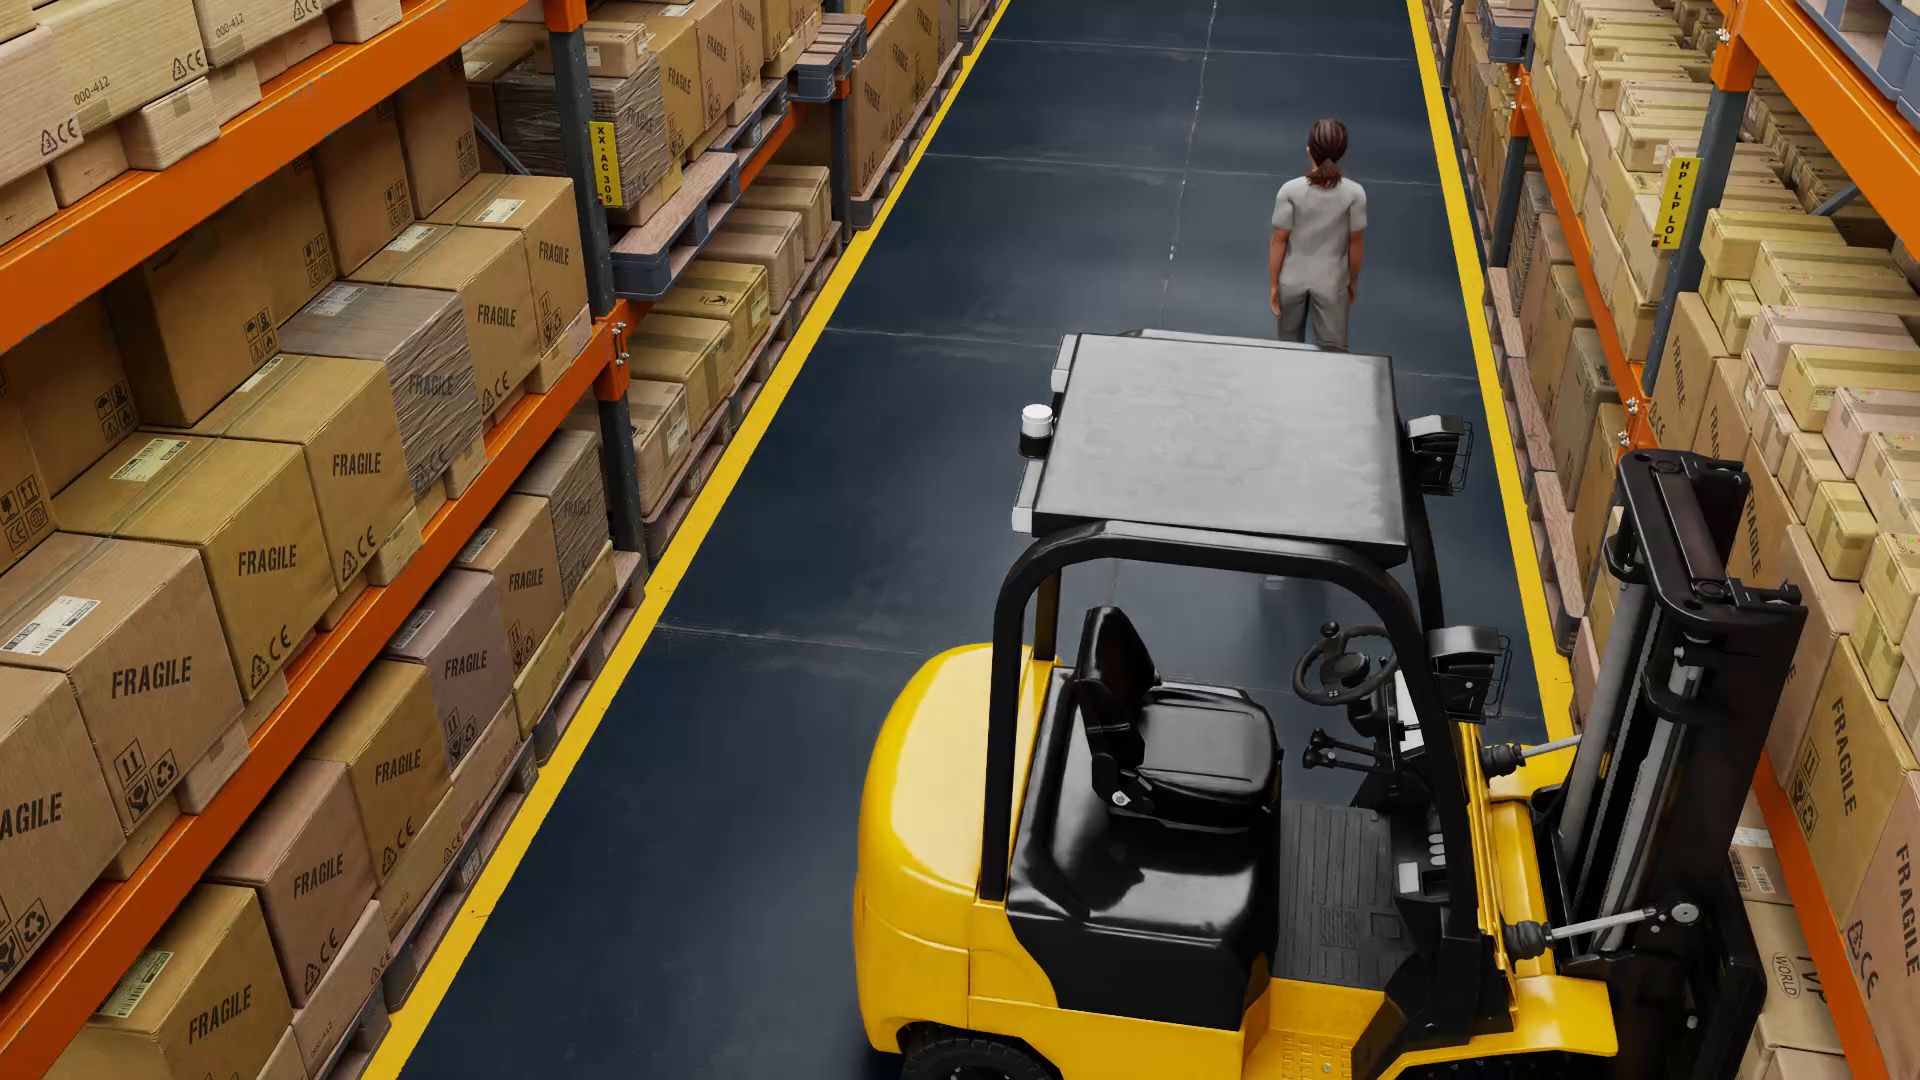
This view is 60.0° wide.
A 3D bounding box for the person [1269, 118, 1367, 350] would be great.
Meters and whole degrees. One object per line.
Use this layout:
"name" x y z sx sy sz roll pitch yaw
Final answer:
"person" 1.695 -1.214 8.018 0.445 1.649 0.743 6 33 10
